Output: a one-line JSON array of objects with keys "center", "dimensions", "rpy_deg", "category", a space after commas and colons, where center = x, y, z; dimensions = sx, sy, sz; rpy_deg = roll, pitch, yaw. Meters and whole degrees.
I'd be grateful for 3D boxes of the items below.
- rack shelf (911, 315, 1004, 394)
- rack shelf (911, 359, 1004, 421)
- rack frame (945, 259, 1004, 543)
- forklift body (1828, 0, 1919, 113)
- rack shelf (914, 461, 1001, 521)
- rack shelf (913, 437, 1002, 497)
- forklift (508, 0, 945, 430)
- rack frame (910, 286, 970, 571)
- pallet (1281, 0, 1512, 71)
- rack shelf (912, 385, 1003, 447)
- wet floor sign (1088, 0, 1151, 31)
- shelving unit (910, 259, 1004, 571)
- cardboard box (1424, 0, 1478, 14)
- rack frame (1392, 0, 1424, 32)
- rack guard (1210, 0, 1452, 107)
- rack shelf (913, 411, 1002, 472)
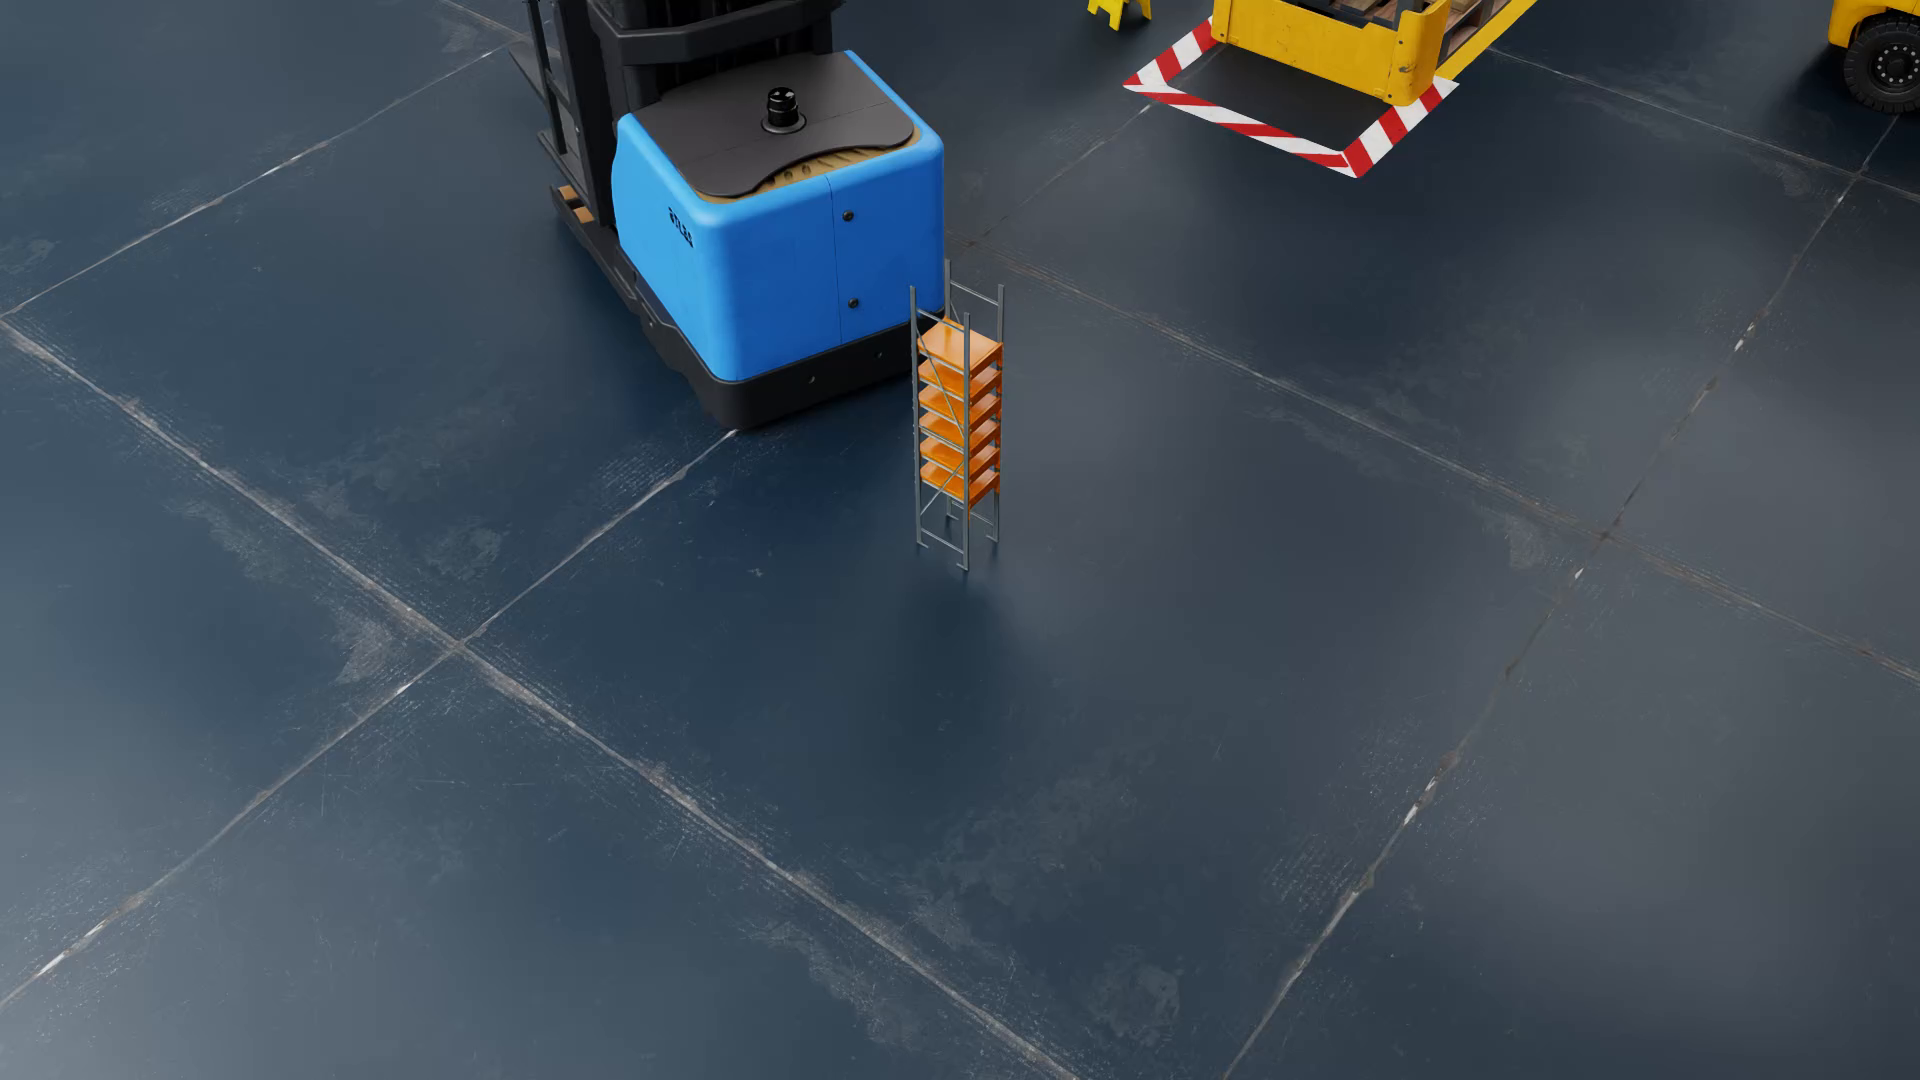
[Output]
[{"center": [-0.009, -0.624, 5.580], "dimensions": [0.258, 0.103, 0.180], "rpy_deg": [29, 53, 25], "category": "rack shelf"}, {"center": [-0.009, -0.541, 5.667], "dimensions": [0.258, 0.103, 0.180], "rpy_deg": [29, 53, 25], "category": "rack shelf"}, {"center": [0.047, -0.459, 5.858], "dimensions": [0.240, 1.200, 0.006], "rpy_deg": [29, 53, 25], "category": "rack frame"}, {"center": [5.467, -2.905, 7.537], "dimensions": [2.313, 2.155, 1.214], "rpy_deg": [29, 53, 25], "category": "forklift body"}, {"center": [-0.009, -0.210, 6.014], "dimensions": [0.258, 0.103, 0.180], "rpy_deg": [29, 53, 25], "category": "rack shelf"}, {"center": [-0.009, -0.293, 5.927], "dimensions": [0.258, 0.103, 0.180], "rpy_deg": [29, 53, 25], "category": "rack shelf"}, {"center": [-1.214, -2.507, 6.618], "dimensions": [1.130, 2.935, 3.031], "rpy_deg": [-23, 50, -20], "category": "forklift"}, {"center": [-0.065, -0.354, 5.758], "dimensions": [0.240, 1.200, 0.006], "rpy_deg": [29, 53, 25], "category": "rack frame"}, {"center": [2.392, -3.028, 8.997], "dimensions": [1.003, 0.211, 1.213], "rpy_deg": [29, 53, 25], "category": "pallet"}, {"center": [-0.009, -0.458, 5.754], "dimensions": [0.258, 0.103, 0.180], "rpy_deg": [29, 53, 25], "category": "rack shelf"}, {"center": [0.858, -3.050, 8.717], "dimensions": [0.232, 0.644, 0.267], "rpy_deg": [-25, 51, -22], "category": "wet floor sign"}, {"center": [-0.009, -0.406, 5.808], "dimensions": [0.258, 1.200, 0.189], "rpy_deg": [29, 53, 25], "category": "shelving unit"}, {"center": [2.533, -3.033, 8.684], "dimensions": [0.500, 0.250, 0.500], "rpy_deg": [29, 53, 25], "category": "cardboard box"}, {"center": [1.821, -3.499, 7.518], "dimensions": [1.000, 3.000, 0.127], "rpy_deg": [29, 53, 25], "category": "rack frame"}, {"center": [1.868, -2.679, 8.463], "dimensions": [1.175, 0.500, 0.348], "rpy_deg": [29, 53, 25], "category": "rack guard"}, {"center": [-0.009, -0.375, 5.840], "dimensions": [0.258, 0.103, 0.180], "rpy_deg": [29, 53, 25], "category": "rack shelf"}]
